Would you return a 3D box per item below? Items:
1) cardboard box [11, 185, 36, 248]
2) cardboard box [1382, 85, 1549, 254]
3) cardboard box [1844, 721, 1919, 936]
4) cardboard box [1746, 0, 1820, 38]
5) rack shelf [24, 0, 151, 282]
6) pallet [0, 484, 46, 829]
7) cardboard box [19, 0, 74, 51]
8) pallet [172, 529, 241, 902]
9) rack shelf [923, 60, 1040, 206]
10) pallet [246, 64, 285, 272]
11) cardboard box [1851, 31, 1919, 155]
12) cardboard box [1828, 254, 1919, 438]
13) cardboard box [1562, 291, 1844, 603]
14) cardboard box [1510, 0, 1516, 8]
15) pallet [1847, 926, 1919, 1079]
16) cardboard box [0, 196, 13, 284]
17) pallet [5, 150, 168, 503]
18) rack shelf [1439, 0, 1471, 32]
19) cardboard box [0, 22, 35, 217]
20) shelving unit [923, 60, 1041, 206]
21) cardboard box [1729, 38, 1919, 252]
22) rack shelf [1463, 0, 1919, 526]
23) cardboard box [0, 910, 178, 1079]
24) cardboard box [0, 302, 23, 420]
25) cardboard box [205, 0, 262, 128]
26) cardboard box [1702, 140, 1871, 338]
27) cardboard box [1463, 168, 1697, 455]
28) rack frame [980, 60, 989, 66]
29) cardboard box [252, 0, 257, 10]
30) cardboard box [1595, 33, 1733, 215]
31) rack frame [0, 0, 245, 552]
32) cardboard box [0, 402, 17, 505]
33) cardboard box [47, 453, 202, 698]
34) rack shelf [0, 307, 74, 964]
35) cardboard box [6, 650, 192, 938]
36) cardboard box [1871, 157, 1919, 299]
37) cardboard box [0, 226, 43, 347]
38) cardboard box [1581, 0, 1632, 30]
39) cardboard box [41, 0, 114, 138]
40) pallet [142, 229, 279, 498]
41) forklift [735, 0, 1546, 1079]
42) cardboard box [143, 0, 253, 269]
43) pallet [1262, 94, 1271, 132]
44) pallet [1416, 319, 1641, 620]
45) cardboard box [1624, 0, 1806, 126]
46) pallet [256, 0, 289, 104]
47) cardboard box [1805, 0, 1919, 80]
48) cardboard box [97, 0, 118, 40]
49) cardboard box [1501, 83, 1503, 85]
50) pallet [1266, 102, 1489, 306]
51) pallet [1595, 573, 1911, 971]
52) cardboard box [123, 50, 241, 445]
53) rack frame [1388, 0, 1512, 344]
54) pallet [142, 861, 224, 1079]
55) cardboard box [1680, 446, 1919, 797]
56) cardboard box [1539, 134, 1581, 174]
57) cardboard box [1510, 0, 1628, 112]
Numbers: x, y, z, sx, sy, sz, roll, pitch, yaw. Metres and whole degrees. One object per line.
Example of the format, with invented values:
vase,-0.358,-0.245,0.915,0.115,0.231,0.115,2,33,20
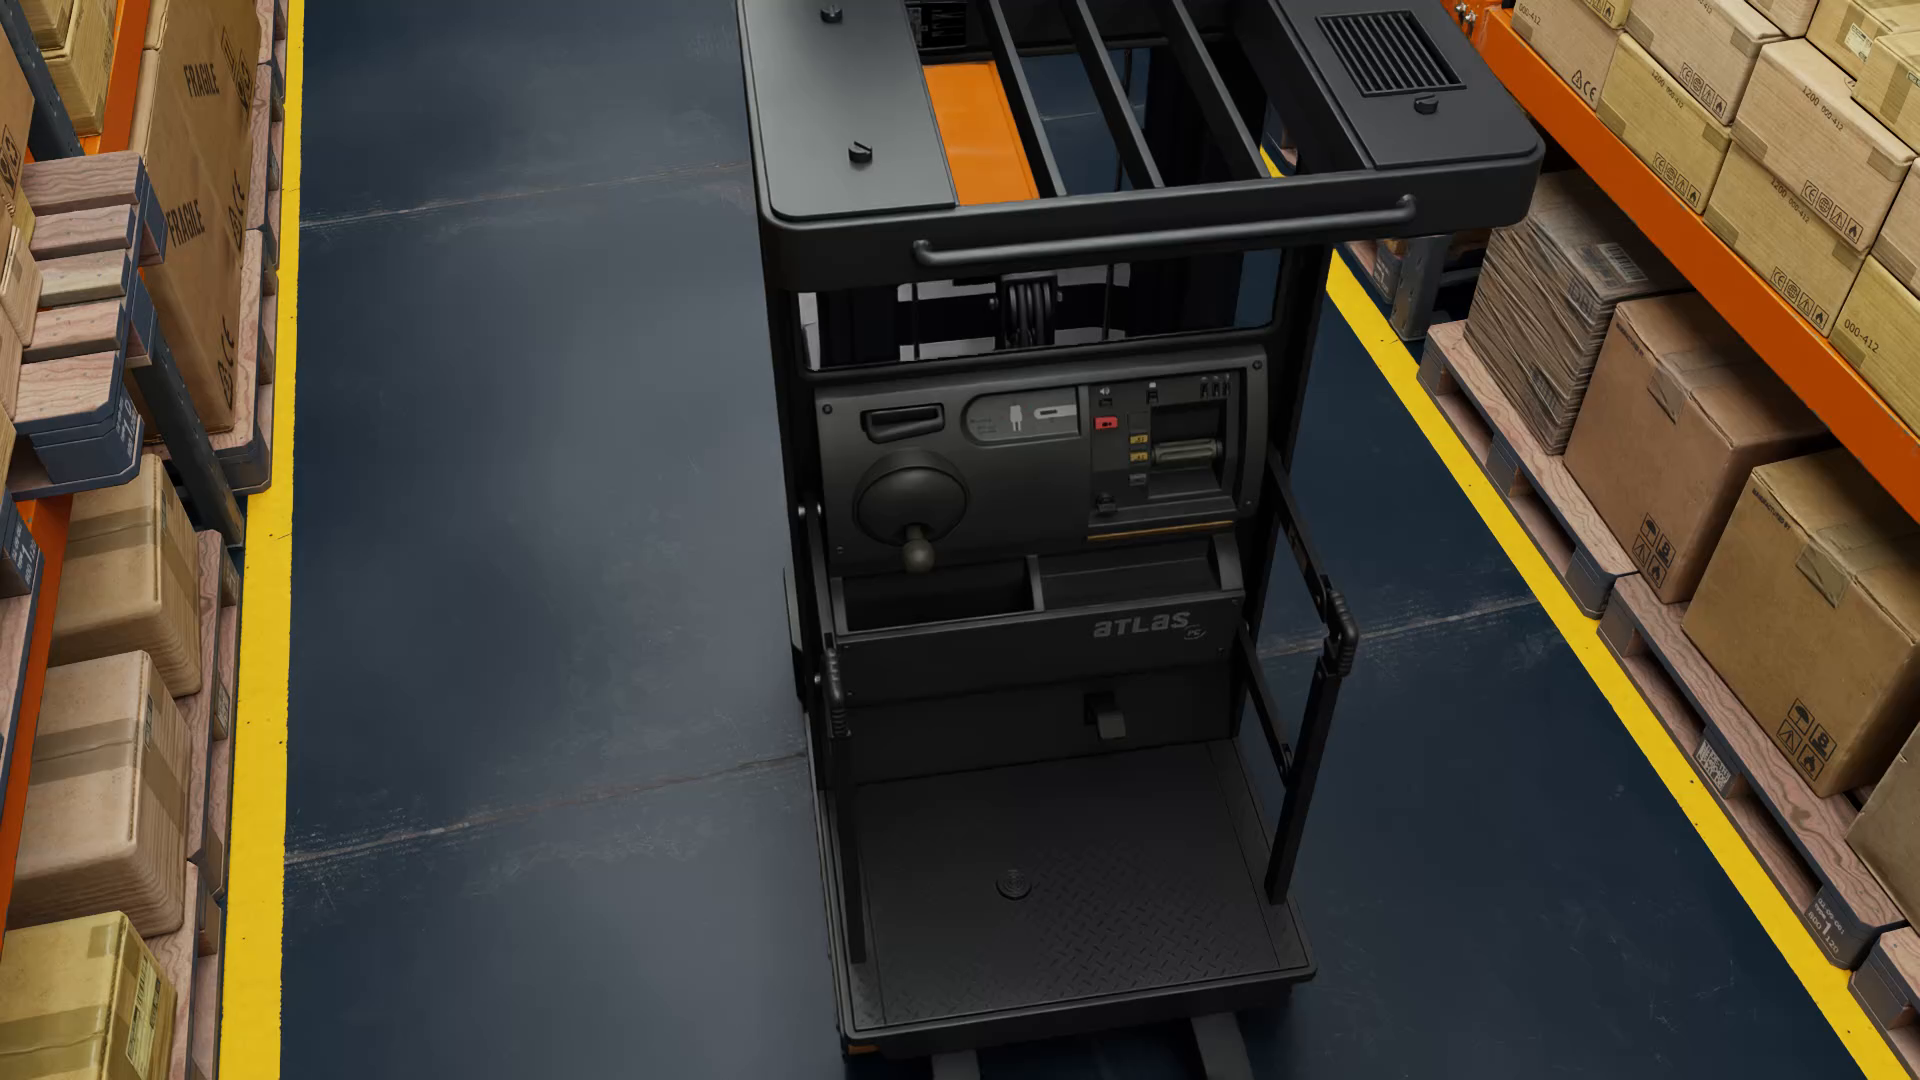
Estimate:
cardboard box,-2.298,-0.677,3.695,0.380,0.149,0.250,-10,46,-10
cardboard box,1.733,-1.408,5.986,0.500,0.500,0.500,-9,46,-9
cardboard box,2.738,0.667,3.865,0.875,0.625,0.625,-11,47,-11
cardboard box,2.086,-1.337,3.936,0.380,0.149,0.250,-10,46,-10
rack shelf,-3.260,-2.103,5.714,1.077,0.370,4.000,-11,47,-10
pallet,-2.202,0.453,2.840,1.003,0.211,1.213,-11,47,-10
cardboard box,-2.639,-1.491,4.366,0.500,0.250,0.500,-11,47,-11
pallet,-2.549,0.542,4.571,1.003,0.211,1.213,-11,47,-10
rack shelf,-0.059,-1.095,5.126,0.538,0.278,1.000,-6,46,-6
pallet,-3.186,-1.396,6.471,1.003,0.211,1.213,-11,47,-10
cardboard box,2.187,-0.983,3.589,0.380,0.149,0.250,-10,46,-9
cardboard box,2.320,-0.419,3.666,0.500,0.250,0.500,-9,46,-9
cardboard box,2.371,-0.317,4.829,0.875,0.625,0.625,-9,46,-9
cardboard box,2.175,-1.988,6.100,0.380,0.149,0.250,-9,46,-9
pallet,2.847,1.352,3.777,1.003,0.211,1.213,-11,47,-10
cardboard box,-2.220,-0.642,3.206,0.500,0.500,0.500,-11,47,-11
pallet,-2.462,-0.434,3.709,1.213,0.211,1.003,-11,47,-10
rack shelf,1.537,-3.013,6.606,1.077,0.370,4.000,-11,47,-10
cardboard box,-2.363,-0.997,3.554,0.500,0.500,0.500,-12,47,-11
shelving unit,-0.059,-0.891,5.335,0.538,1.125,1.048,-6,46,-6
cardboard box,2.170,-0.945,3.830,0.500,0.250,0.500,-12,47,-11
rack shelf,2.561,-0.251,3.899,1.077,0.370,4.000,-11,47,-10
cardboard box,-2.228,1.224,3.496,0.950,0.372,0.625,-9,46,-9
cardboard box,-2.133,-0.336,3.361,0.380,0.149,0.250,-13,47,-12
cardboard box,-3.297,-2.103,6.404,0.875,0.875,0.875,-9,46,-9
cardboard box,2.189,-0.778,4.017,0.500,0.250,0.500,-12,47,-12
cardboard box,2.196,-0.766,5.269,0.875,0.625,0.625,-9,46,-9
rack frame,-0.138,-1.249,5.687,0.500,1.125,0.032,-6,46,-6
cardboard box,-3.536,-2.725,7.014,0.875,0.875,0.875,-9,46,-9
cardboard box,2.051,-1.132,4.364,0.500,0.250,0.500,-12,47,-11
rack frame,-2.748,-0.974,4.104,1.000,3.000,0.127,-11,47,-10
cardboard box,-2.049,-0.149,3.178,0.380,0.149,0.250,-10,46,-10
cardboard box,-2.613,0.191,4.508,0.950,0.372,0.625,-14,47,-13
rack shelf,-2.236,0.659,3.008,1.077,0.370,4.000,-11,47,-10
cardboard box,-2.416,0.699,4.010,0.950,0.372,0.625,-12,47,-11
cardboard box,2.326,-0.596,3.489,0.500,0.250,0.500,-10,46,-10
cardboard box,-2.190,-0.512,3.533,0.380,0.149,0.250,-11,47,-11
cardboard box,1.903,-1.651,4.522,0.500,0.250,0.500,-11,47,-10
cardboard box,-2.630,-1.305,4.534,0.500,0.250,0.500,-11,47,-11
pallet,-2.877,-0.556,5.647,1.003,0.211,1.213,-11,47,-10
forklift,0.211,-0.068,3.265,1.130,2.935,3.031,-6,46,-6
cardboard box,-3.069,-1.485,5.799,0.875,0.875,0.875,-10,46,-10
pallet,1.586,-2.271,7.328,1.003,0.211,1.213,-11,47,-10
pallet,2.222,-0.332,5.428,1.003,0.211,1.213,-11,47,-10
cardboard box,2.054,-1.309,4.188,0.500,0.250,0.500,-9,46,-9
pallet,-3.502,-2.240,7.298,1.003,0.211,1.213,-11,47,-10
cardboard box,2.179,-1.169,3.771,0.380,0.149,0.250,-10,46,-10
cardboard box,-2.778,-1.656,4.878,0.500,0.250,0.500,-12,47,-11
cardboard box,1.678,-1.677,5.796,0.380,0.149,0.250,-13,47,-12
pallet,1.895,-1.430,6.504,1.003,0.211,1.213,-11,47,-10
pallet,2.531,0.509,4.604,1.003,0.211,1.213,-11,47,-10
cardboard box,-2.844,-0.869,5.195,0.875,0.875,0.875,-11,47,-11
rack frame,2.049,-1.884,4.996,1.000,3.000,0.127,-11,47,-10
pallet,-2.240,1.383,3.747,1.003,0.211,1.213,-11,47,-10
cardboard box,2.543,0.148,4.373,0.875,0.625,0.625,-12,47,-12
cardboard box,2.212,-1.498,6.074,0.500,0.500,0.500,-9,46,-9
cardboard box,1.927,-1.480,4.705,0.500,0.250,0.500,-11,47,-10
